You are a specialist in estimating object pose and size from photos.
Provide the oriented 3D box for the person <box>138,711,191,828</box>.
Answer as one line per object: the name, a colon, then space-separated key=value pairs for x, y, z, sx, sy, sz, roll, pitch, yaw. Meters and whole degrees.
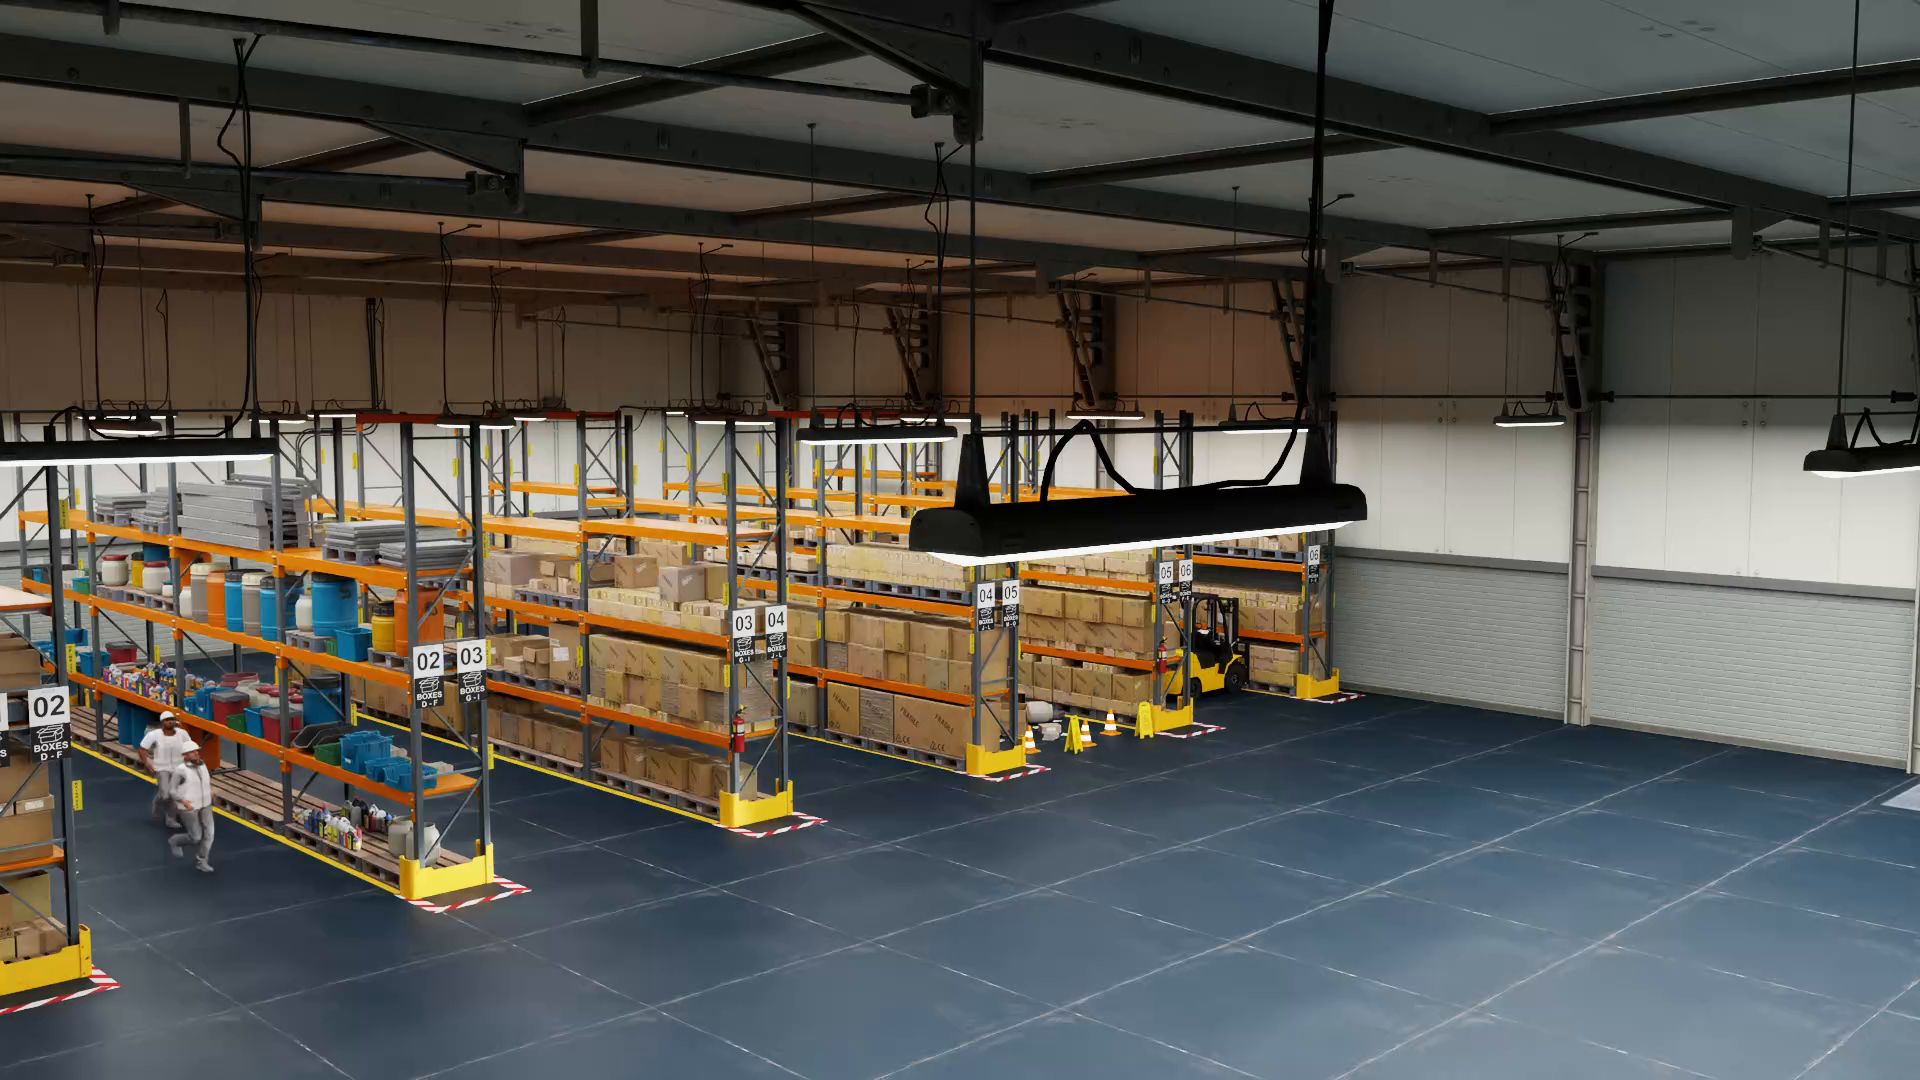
person: x=-11.585 y=3.359 z=24.356 sx=0.730 sy=1.727 sz=0.594 roll=-5 pitch=7 yaw=-42

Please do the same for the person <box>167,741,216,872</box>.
person: x=-10.257 y=3.548 z=22.223 sx=0.707 sy=1.746 sz=0.661 roll=3 pitch=6 yaw=28
